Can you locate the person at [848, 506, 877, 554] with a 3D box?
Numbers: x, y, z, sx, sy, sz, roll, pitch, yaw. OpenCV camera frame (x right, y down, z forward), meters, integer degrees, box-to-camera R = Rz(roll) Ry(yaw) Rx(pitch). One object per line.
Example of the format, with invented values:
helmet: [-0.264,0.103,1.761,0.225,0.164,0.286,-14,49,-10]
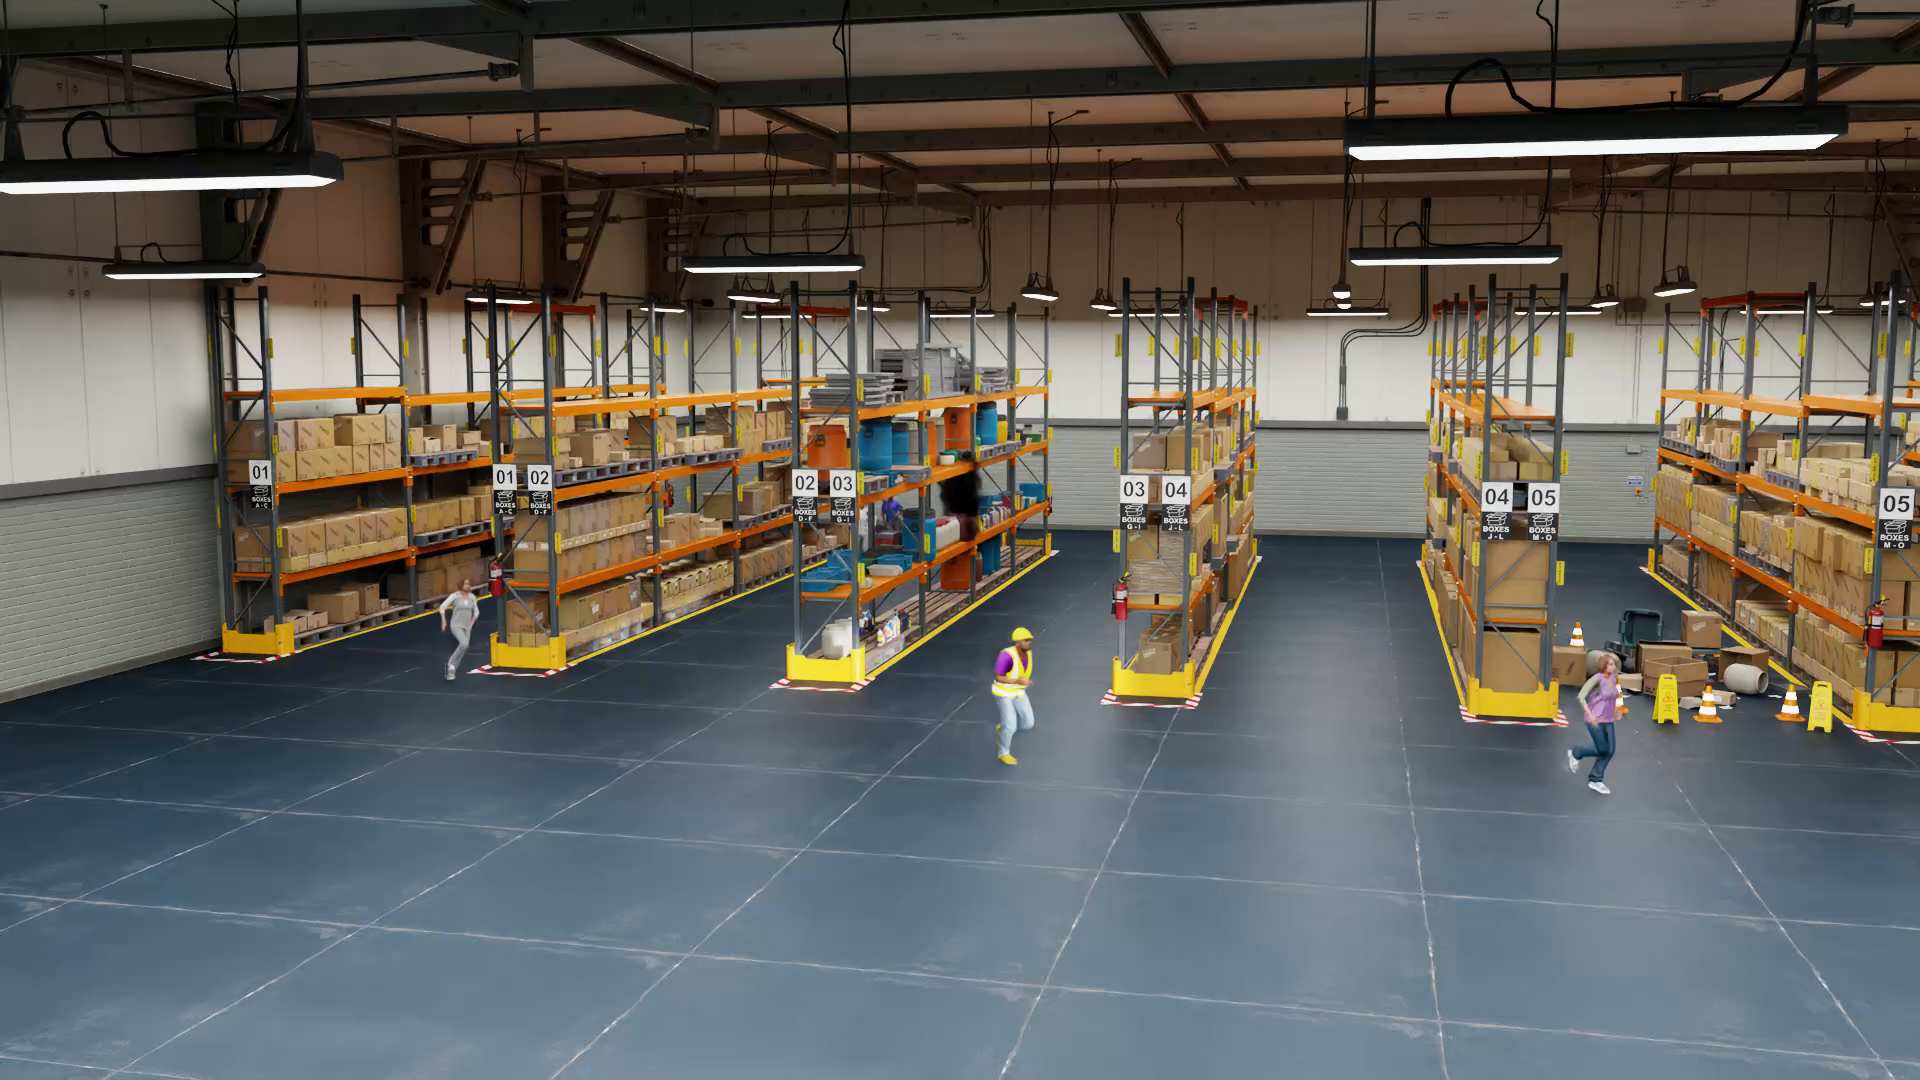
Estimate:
person: [-2.029,-0.082,34.337,0.562,1.722,0.809,1,7,11]

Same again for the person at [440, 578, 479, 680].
person: [-7.528,1.344,25.205,0.545,1.535,0.550,-6,9,-43]

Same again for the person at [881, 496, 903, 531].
person: [-1.632,-0.369,39.893,0.590,1.626,0.728,1,7,6]

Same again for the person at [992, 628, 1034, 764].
person: [0.679,1.880,20.021,0.680,1.693,0.702,-6,9,-41]

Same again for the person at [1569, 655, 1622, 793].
person: [7.257,2.067,18.999,0.559,1.565,0.559,-4,8,-32]
